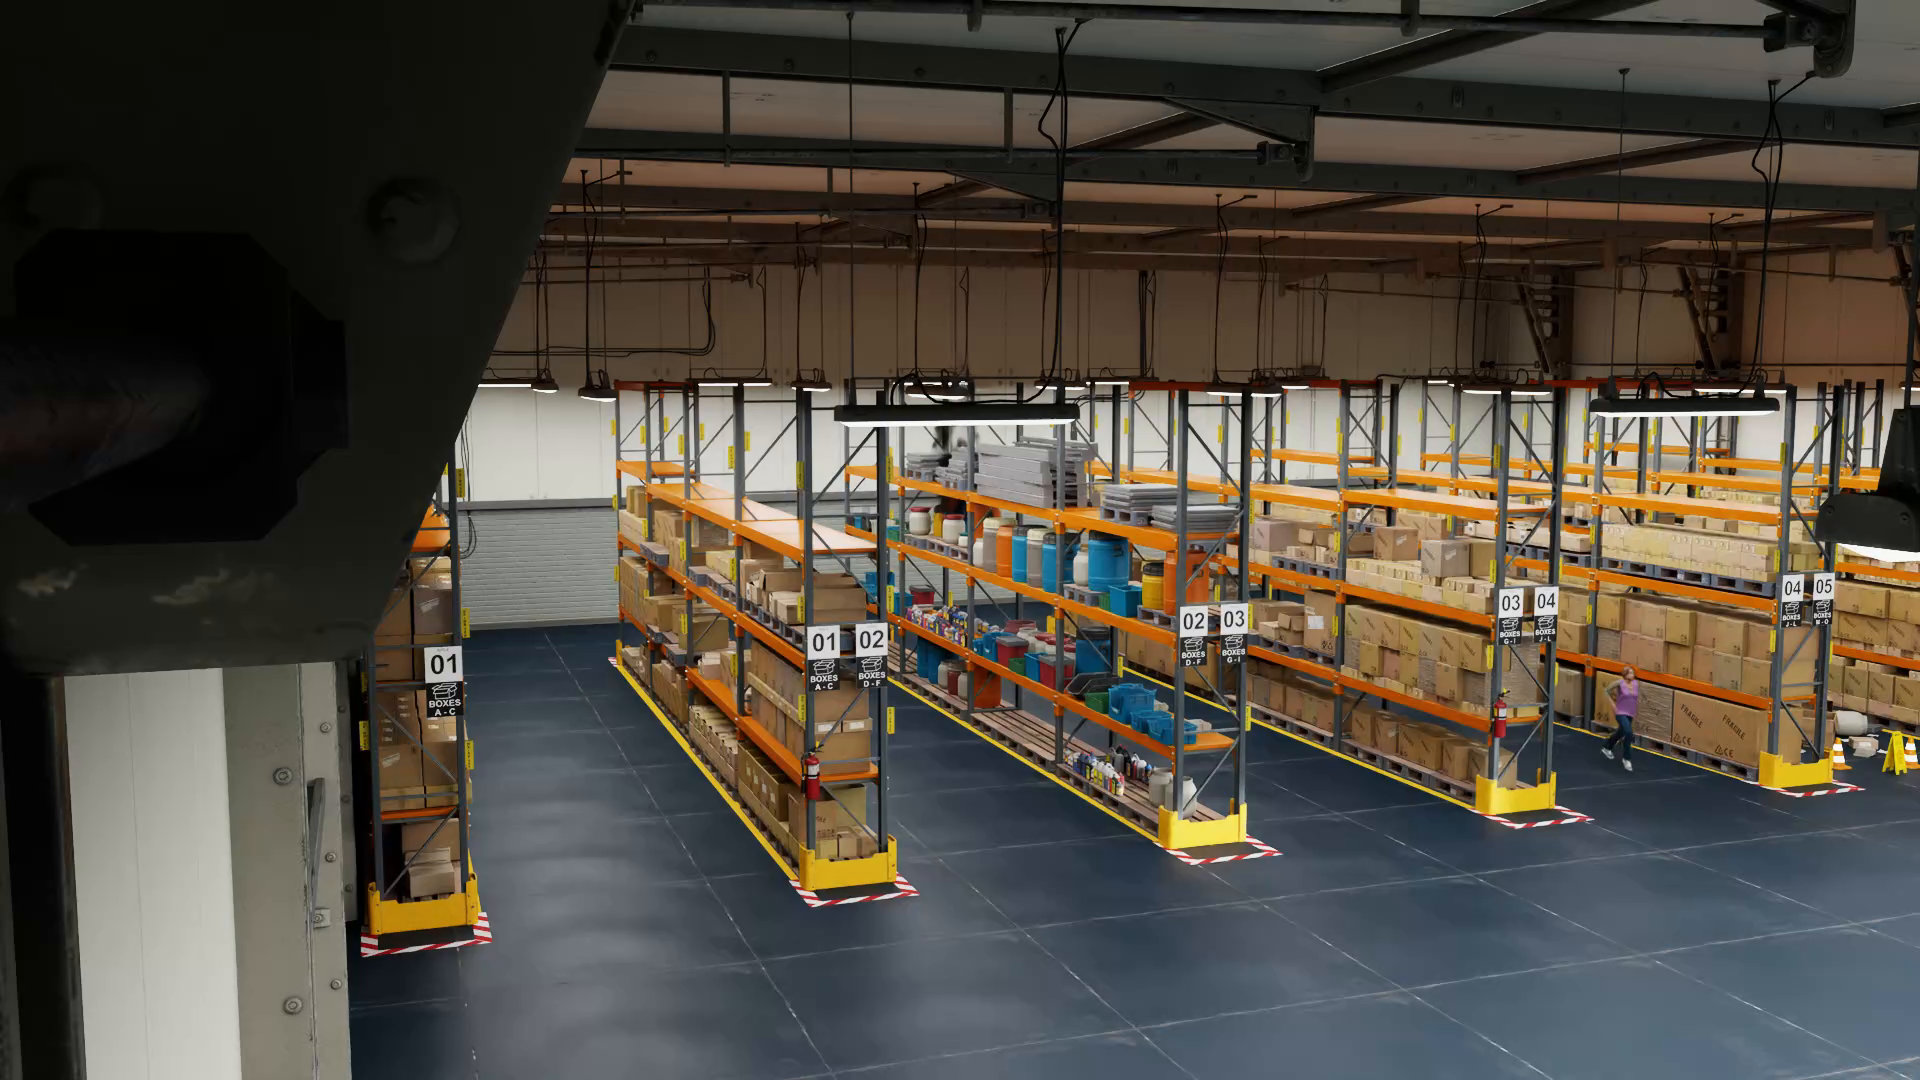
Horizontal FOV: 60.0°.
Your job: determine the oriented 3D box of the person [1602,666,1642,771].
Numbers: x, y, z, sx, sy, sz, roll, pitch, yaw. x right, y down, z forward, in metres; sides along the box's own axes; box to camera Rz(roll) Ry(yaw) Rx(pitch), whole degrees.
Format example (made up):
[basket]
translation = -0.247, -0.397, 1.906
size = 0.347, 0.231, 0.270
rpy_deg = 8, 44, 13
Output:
[person]
translation = 10.456, 2.778, 26.253
size = 0.512, 1.635, 0.773
rpy_deg = -2, 6, -20
